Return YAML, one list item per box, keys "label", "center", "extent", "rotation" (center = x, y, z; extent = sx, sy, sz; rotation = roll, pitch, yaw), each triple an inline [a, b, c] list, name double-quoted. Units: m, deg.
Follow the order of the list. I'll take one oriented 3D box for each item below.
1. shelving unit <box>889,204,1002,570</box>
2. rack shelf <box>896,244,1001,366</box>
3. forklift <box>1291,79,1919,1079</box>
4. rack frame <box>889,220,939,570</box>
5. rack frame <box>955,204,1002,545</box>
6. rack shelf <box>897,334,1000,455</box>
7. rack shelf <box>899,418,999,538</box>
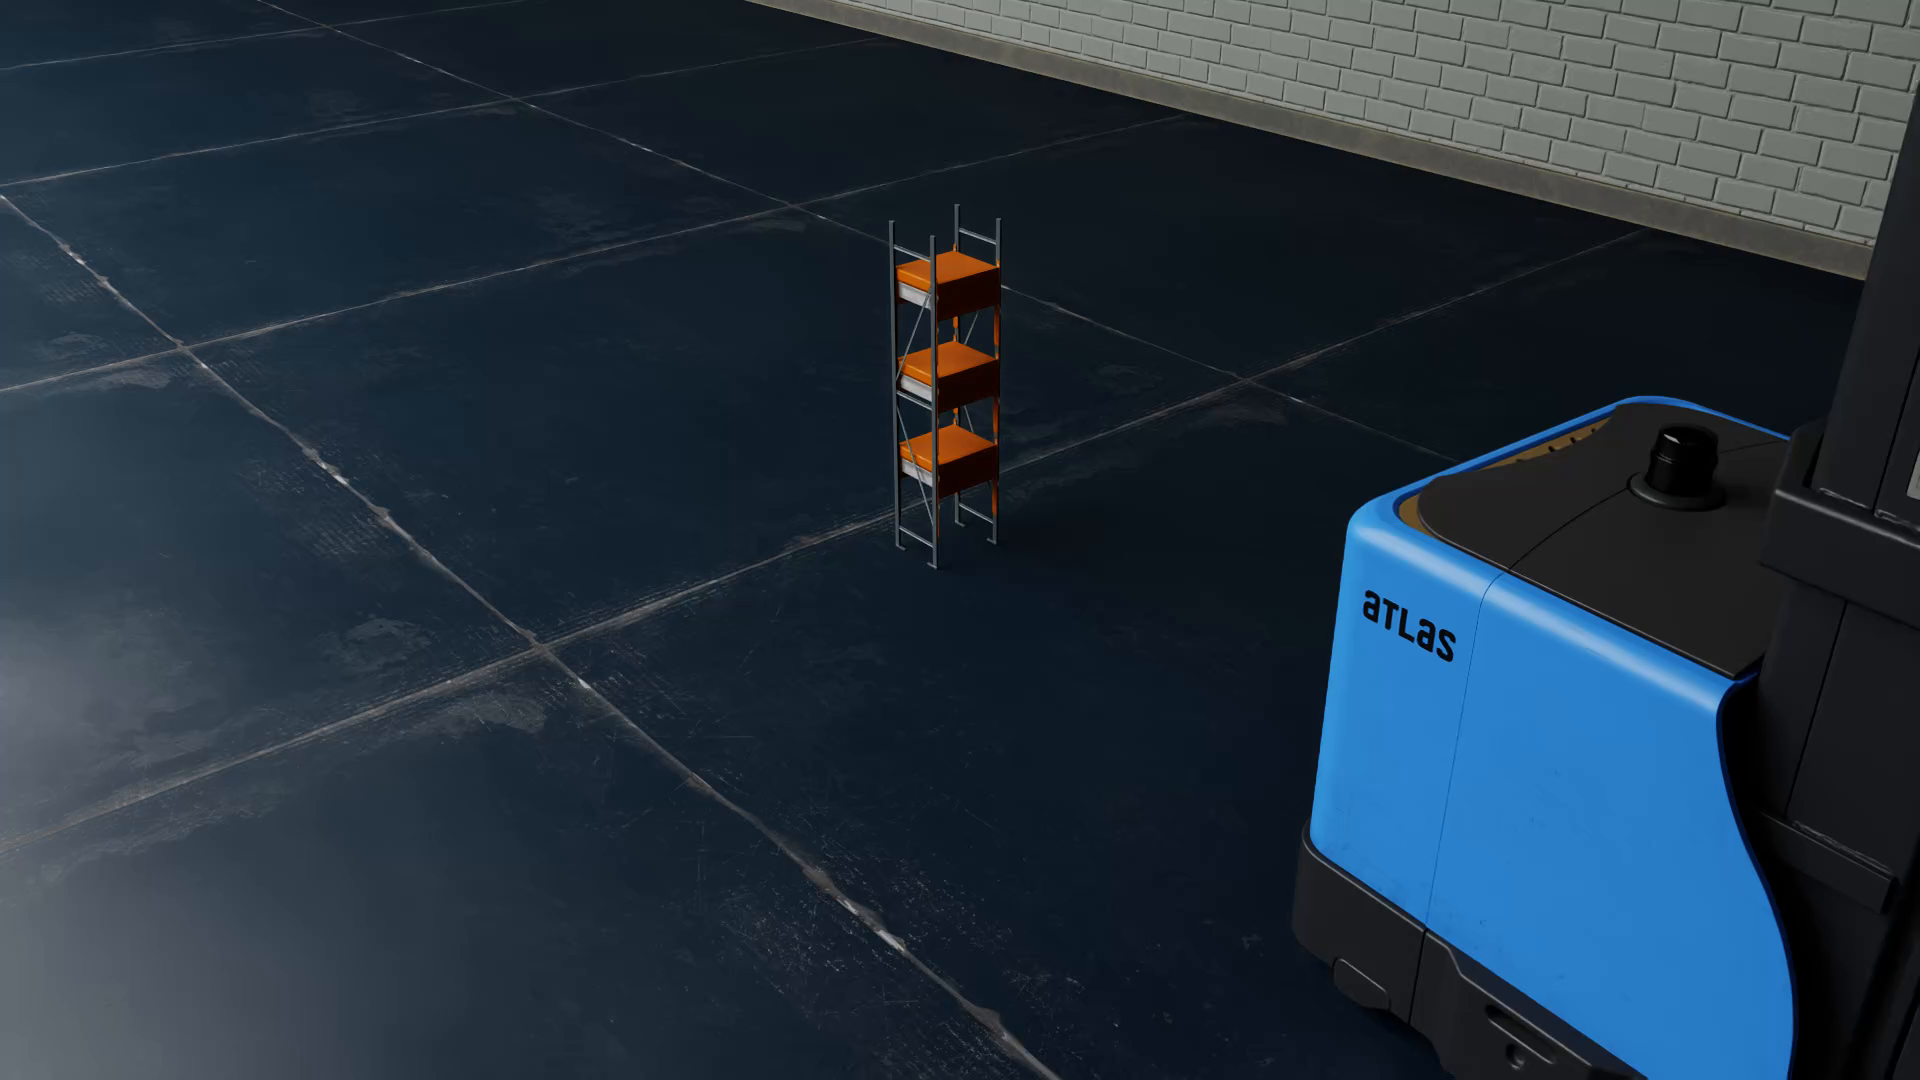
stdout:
- label: "shelving unit"
  center: [-0.041, -0.447, 4.972]
  extent: [0.252, 1.050, 0.215]
  rotation: [-22, 35, -35]
- label: "rack shelf"
  center: [-0.041, -0.688, 4.843]
  extent: [0.240, 0.259, 0.215]
  rotation: [-22, 35, -35]
- label: "forklift"
  center: [1.988, 0.015, 2.111]
  extent: [1.130, 2.935, 3.031]
  rotation: [-19, 34, -32]
- label: "rack frame"
  center: [-0.134, -0.409, 4.902]
  extent: [0.008, 1.050, 0.200]
  rotation: [-22, 35, -35]
- label: "rack frame"
  center: [0.052, -0.484, 5.042]
  extent: [0.008, 1.050, 0.200]
  rotation: [-22, 35, -35]
- label: "rack shelf"
  center: [-0.041, -0.437, 4.977]
  extent: [0.240, 0.259, 0.215]
  rotation: [-22, 35, -35]
- label: "rack shelf"
  center: [-0.041, -0.192, 5.108]
  extent: [0.240, 0.259, 0.215]
  rotation: [-22, 35, -35]
